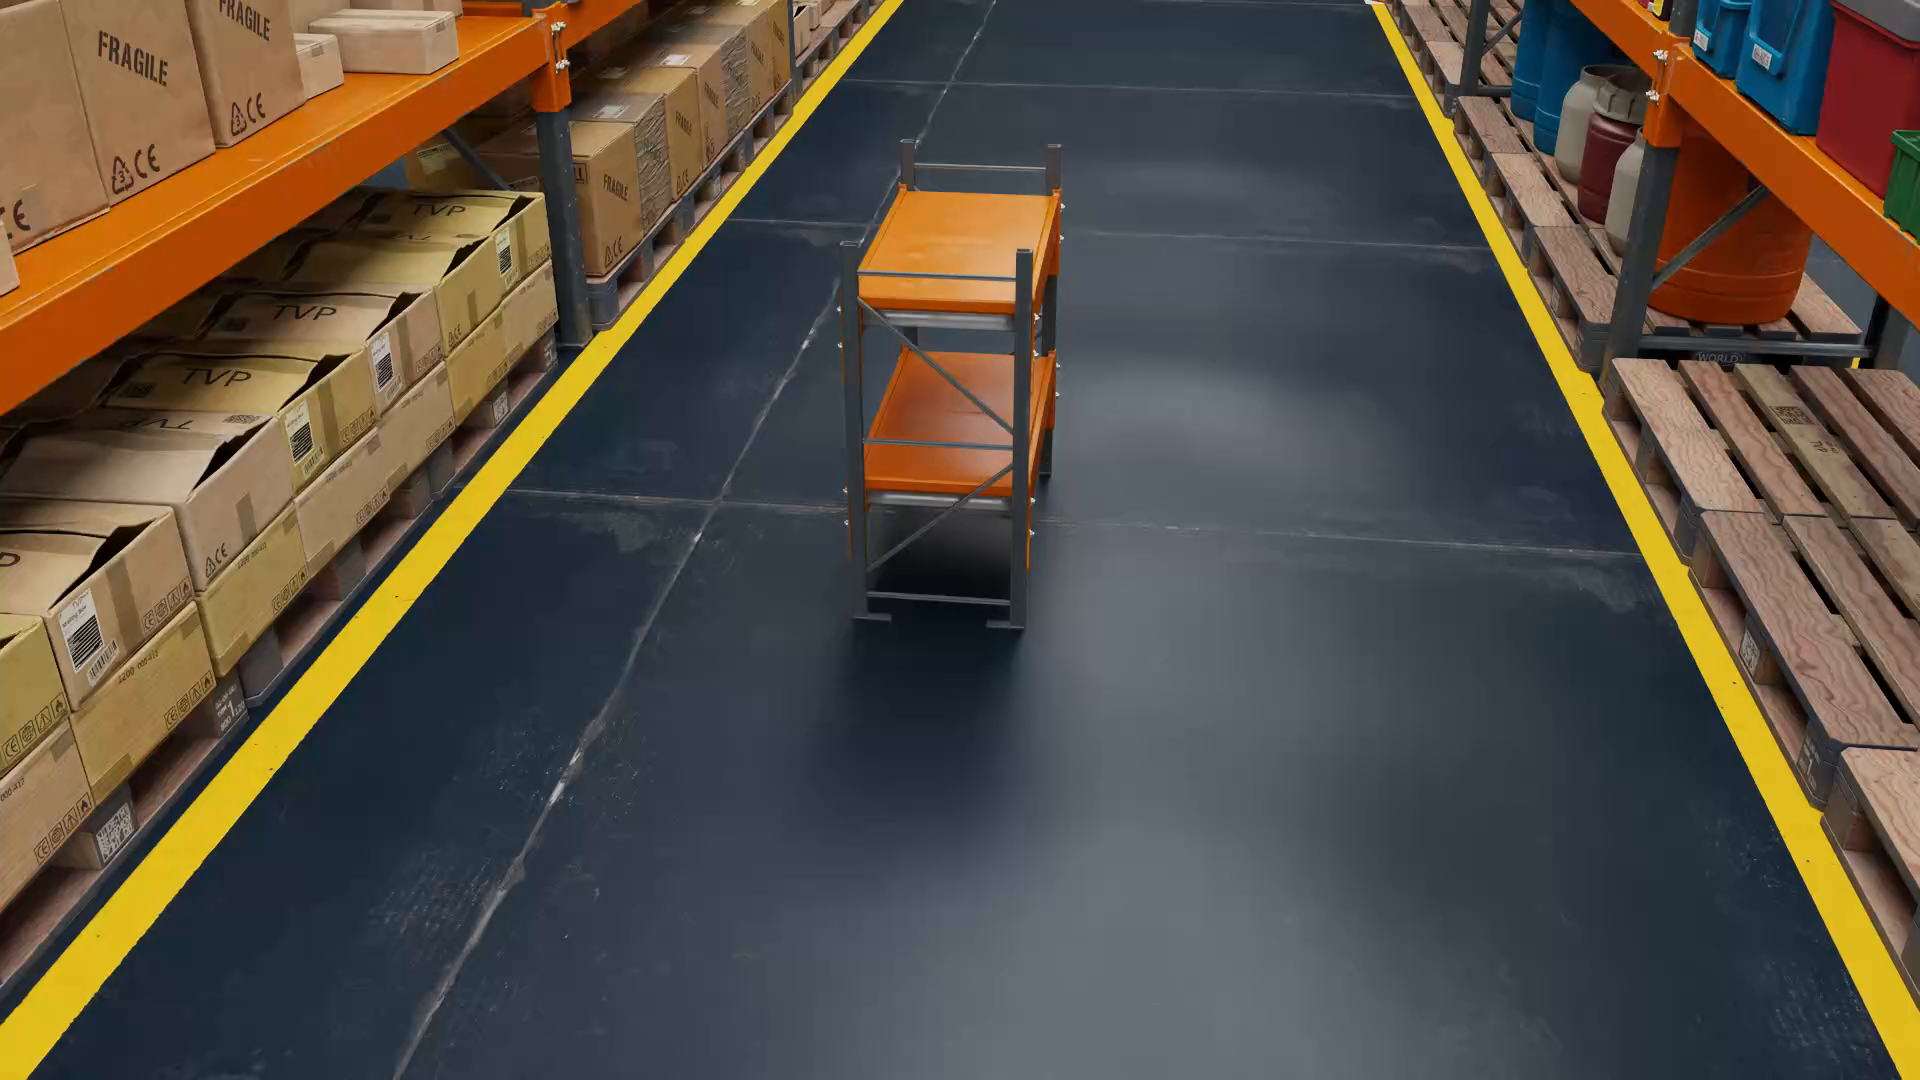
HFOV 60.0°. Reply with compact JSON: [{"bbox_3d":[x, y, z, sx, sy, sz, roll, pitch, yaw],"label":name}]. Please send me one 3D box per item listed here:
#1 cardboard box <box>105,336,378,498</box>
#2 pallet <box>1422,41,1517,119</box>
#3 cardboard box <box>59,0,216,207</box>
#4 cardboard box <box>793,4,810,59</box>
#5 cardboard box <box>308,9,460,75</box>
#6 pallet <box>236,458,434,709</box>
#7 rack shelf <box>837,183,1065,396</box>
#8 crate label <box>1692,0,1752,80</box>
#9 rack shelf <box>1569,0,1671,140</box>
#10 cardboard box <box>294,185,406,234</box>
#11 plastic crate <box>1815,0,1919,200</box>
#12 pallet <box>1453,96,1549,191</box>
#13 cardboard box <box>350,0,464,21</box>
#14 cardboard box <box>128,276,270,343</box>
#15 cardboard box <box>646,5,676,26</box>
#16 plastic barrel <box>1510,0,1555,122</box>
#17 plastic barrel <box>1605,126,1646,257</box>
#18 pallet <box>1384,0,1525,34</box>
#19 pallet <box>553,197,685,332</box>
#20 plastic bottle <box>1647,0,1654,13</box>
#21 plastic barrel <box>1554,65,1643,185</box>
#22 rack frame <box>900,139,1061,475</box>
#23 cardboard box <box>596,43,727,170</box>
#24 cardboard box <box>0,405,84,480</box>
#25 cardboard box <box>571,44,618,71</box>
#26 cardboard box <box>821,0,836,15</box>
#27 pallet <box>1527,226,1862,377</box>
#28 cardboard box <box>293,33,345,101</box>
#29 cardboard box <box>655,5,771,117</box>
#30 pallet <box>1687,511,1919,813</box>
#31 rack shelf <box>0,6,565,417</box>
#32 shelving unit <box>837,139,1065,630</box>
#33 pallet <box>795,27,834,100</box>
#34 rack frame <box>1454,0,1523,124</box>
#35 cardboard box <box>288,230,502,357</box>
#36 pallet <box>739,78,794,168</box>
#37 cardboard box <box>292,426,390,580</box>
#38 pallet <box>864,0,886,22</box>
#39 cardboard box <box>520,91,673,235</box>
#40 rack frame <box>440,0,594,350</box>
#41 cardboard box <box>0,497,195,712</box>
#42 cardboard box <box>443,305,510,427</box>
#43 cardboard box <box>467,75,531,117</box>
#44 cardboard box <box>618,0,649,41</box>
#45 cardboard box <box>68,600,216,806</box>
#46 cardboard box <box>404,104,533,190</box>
[{"bbox_3d":[-2.001,-0.382,4.662,0.500,0.311,0.500,4,29,8],"label":"cardboard box"},{"bbox_3d":[3.461,-2.854,10.325,1.003,0.211,1.213,3,28,6],"label":"pallet"},{"bbox_3d":[-2.250,-1.145,4.108,0.500,0.500,0.500,3,28,6],"label":"cardboard box"},{"bbox_3d":[-1.240,-3.218,10.431,0.500,0.311,0.500,3,28,6],"label":"cardboard box"},{"bbox_3d":[-1.832,-1.590,5.303,0.380,0.149,0.250,3,28,6],"label":"cardboard box"},{"bbox_3d":[-2.288,0.046,4.943,1.003,0.211,1.213,3,28,6],"label":"pallet"},{"bbox_3d":[0.001,-0.756,4.850,0.538,0.278,1.000,3,28,6],"label":"rack shelf"},{"bbox_3d":[2.496,-1.600,5.234,0.303,0.233,0.416,3,28,6],"label":"crate label"},{"bbox_3d":[3.164,-2.475,7.440,1.077,0.370,4.000,3,28,6],"label":"rack shelf"},{"bbox_3d":[-2.352,-1.132,6.053,0.500,0.311,0.500,4,29,8],"label":"cardboard box"},{"bbox_3d":[2.418,-1.136,4.128,0.402,0.464,0.583,3,28,6],"label":"plastic crate"},{"bbox_3d":[3.274,-2.145,9.008,1.003,0.211,1.213,3,28,6],"label":"pallet"},{"bbox_3d":[-2.084,-1.932,5.767,0.500,0.311,0.500,5,29,9],"label":"cardboard box"},{"bbox_3d":[-2.473,-0.644,5.148,0.500,0.311,0.500,3,28,5],"label":"cardboard box"},{"bbox_3d":[-1.862,-2.651,9.179,0.500,0.500,0.500,4,29,7],"label":"cardboard box"},{"bbox_3d":[3.326,-2.739,8.941,0.600,0.901,0.708,3,28,6],"label":"plastic barrel"},{"bbox_3d":[2.943,-1.442,6.945,0.421,0.512,0.421,0,28,0],"label":"plastic barrel"},{"bbox_3d":[3.760,-4.002,12.457,1.003,0.211,1.213,3,28,6],"label":"pallet"},{"bbox_3d":[-1.867,-1.261,7.369,1.003,0.211,1.213,3,28,6],"label":"pallet"},{"bbox_3d":[2.578,-2.031,6.067,0.097,0.201,0.097,0,28,0],"label":"plastic bottle"},{"bbox_3d":[3.081,-1.974,7.931,0.421,0.512,0.421,0,28,0],"label":"plastic barrel"},{"bbox_3d":[0.063,-0.738,5.433,0.500,1.125,0.032,3,28,6],"label":"rack frame"},{"bbox_3d":[-1.473,-2.159,8.267,0.500,0.500,0.500,2,28,4],"label":"cardboard box"},{"bbox_3d":[-2.600,-0.166,4.260,0.500,0.311,0.500,3,28,6],"label":"cardboard box"},{"bbox_3d":[-1.993,-2.178,8.302,0.500,0.500,0.500,2,28,4],"label":"cardboard box"},{"bbox_3d":[-1.281,-4.002,11.684,0.797,0.503,0.637,3,28,6],"label":"cardboard box"},{"bbox_3d":[2.975,-0.996,6.876,1.003,0.211,1.213,3,28,6],"label":"pallet"},{"bbox_3d":[-2.097,-1.426,4.999,0.380,0.149,0.250,5,29,10],"label":"cardboard box"},{"bbox_3d":[-1.351,-2.635,9.150,0.500,0.500,0.500,3,29,6],"label":"cardboard box"},{"bbox_3d":[2.634,0.312,4.447,1.003,0.211,1.213,3,28,6],"label":"pallet"},{"bbox_3d":[-2.241,-0.882,4.482,1.077,0.370,4.000,3,28,6],"label":"rack shelf"},{"bbox_3d":[0.001,-0.498,4.989,0.538,1.125,1.048,3,28,6],"label":"shelving unit"},{"bbox_3d":[-1.421,-3.118,10.816,1.003,0.211,1.213,3,28,6],"label":"pallet"},{"bbox_3d":[3.409,-3.733,9.017,1.000,3.000,0.127,3,28,6],"label":"rack frame"},{"bbox_3d":[-1.873,-0.855,5.540,0.500,0.311,0.500,3,28,5],"label":"cardboard box"},{"bbox_3d":[-1.568,-2.410,9.501,1.003,0.211,1.213,3,28,6],"label":"pallet"},{"bbox_3d":[-2.003,-0.131,4.786,0.500,0.250,0.500,4,29,7],"label":"cardboard box"},{"bbox_3d":[-1.122,-4.267,12.948,1.003,0.211,1.213,3,28,6],"label":"pallet"},{"bbox_3d":[-1.598,-1.677,7.373,0.500,0.500,0.500,2,28,4],"label":"cardboard box"},{"bbox_3d":[-1.996,-2.140,6.059,1.000,3.000,0.127,3,28,6],"label":"rack frame"},{"bbox_3d":[-2.122,0.106,3.755,0.500,0.311,0.500,3,28,6],"label":"cardboard box"},{"bbox_3d":[-1.878,-0.610,5.675,0.500,0.250,0.500,3,28,6],"label":"cardboard box"},{"bbox_3d":[-2.112,-2.044,7.262,0.500,0.250,0.500,4,29,8],"label":"cardboard box"},{"bbox_3d":[-1.930,-2.762,8.595,0.500,0.250,0.500,3,29,6],"label":"cardboard box"},{"bbox_3d":[-2.127,0.353,3.889,0.500,0.250,0.500,4,29,7],"label":"cardboard box"},{"bbox_3d":[-2.115,-1.687,7.390,0.500,0.500,0.500,4,29,8],"label":"cardboard box"}]
